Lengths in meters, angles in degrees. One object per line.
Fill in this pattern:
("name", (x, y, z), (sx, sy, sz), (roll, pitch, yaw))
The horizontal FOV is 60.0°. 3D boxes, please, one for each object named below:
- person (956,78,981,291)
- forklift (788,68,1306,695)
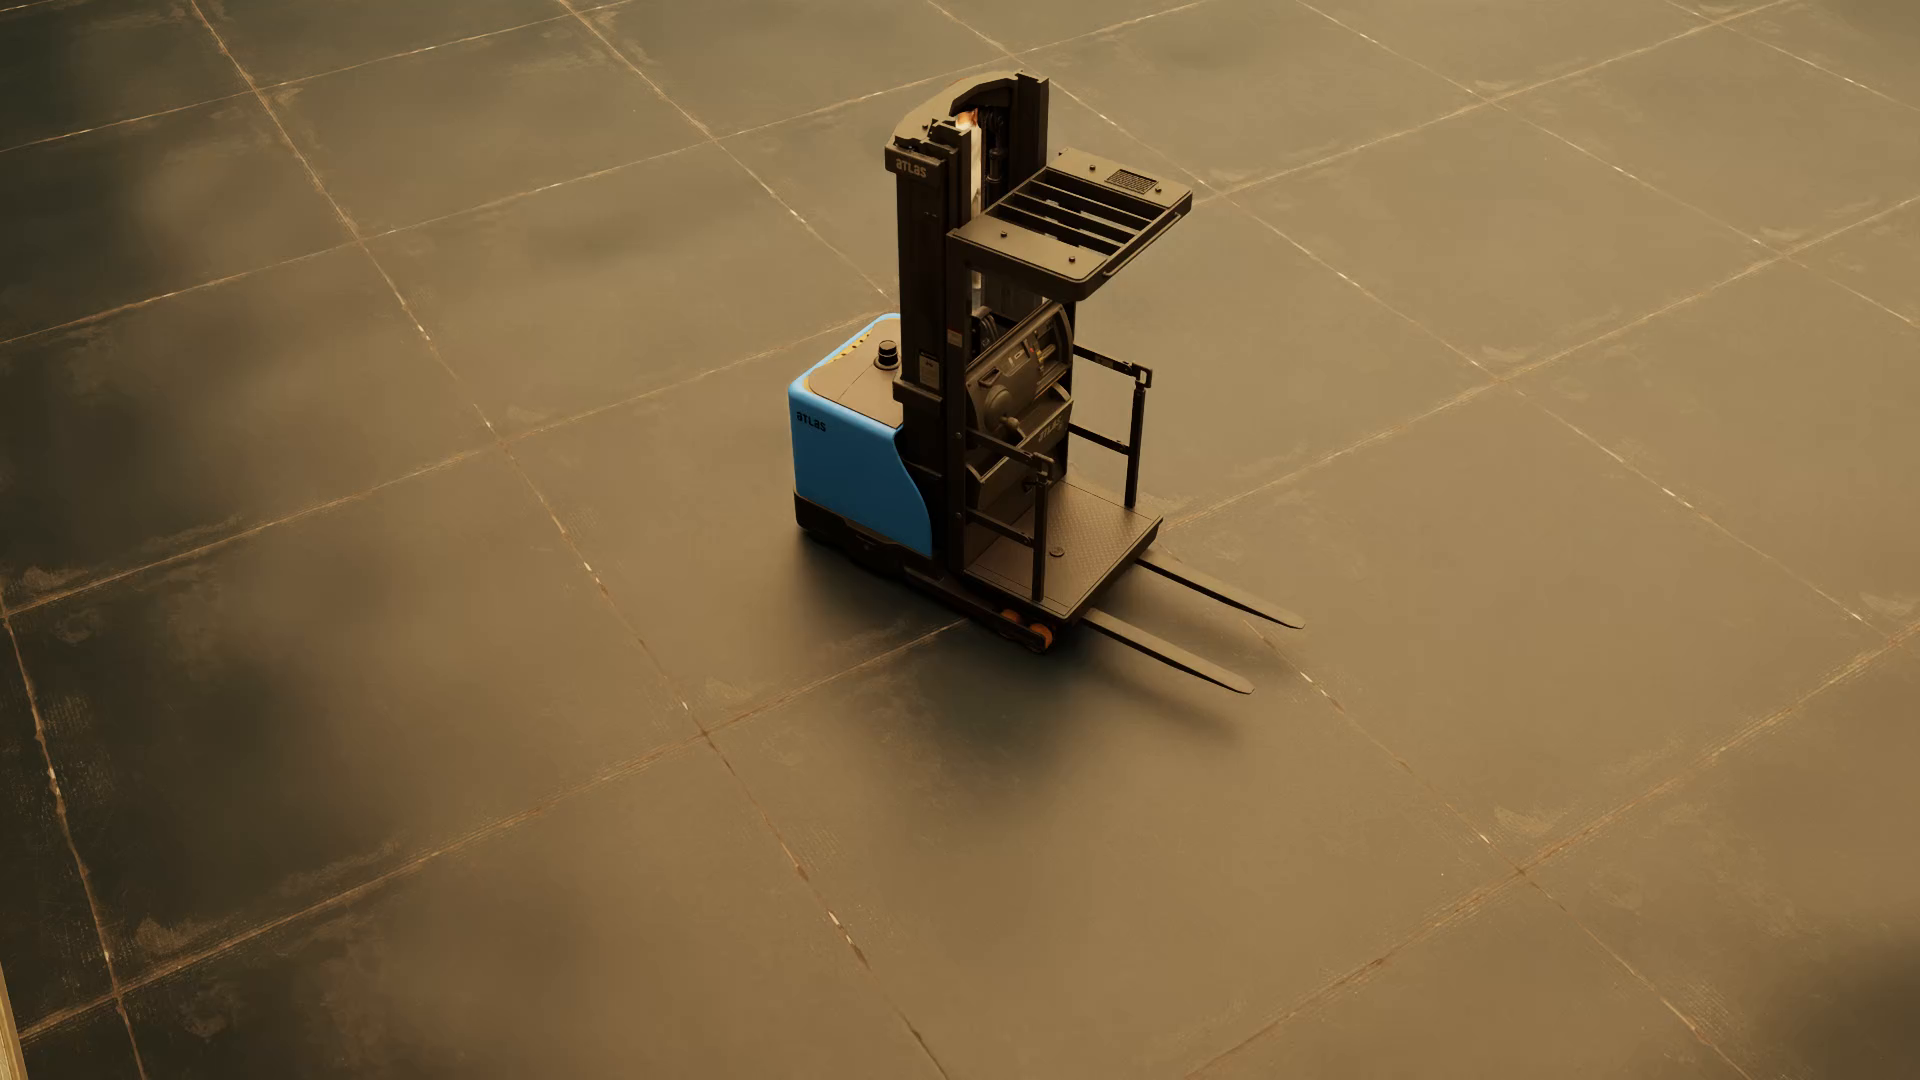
("person", (0.010, -2.441, 11.623), (0.390, 1.671, 0.431), (20, 45, 21))
("forklift", (0.496, -0.872, 8.869), (3.031, 2.935, 1.130), (25, 47, 26))
